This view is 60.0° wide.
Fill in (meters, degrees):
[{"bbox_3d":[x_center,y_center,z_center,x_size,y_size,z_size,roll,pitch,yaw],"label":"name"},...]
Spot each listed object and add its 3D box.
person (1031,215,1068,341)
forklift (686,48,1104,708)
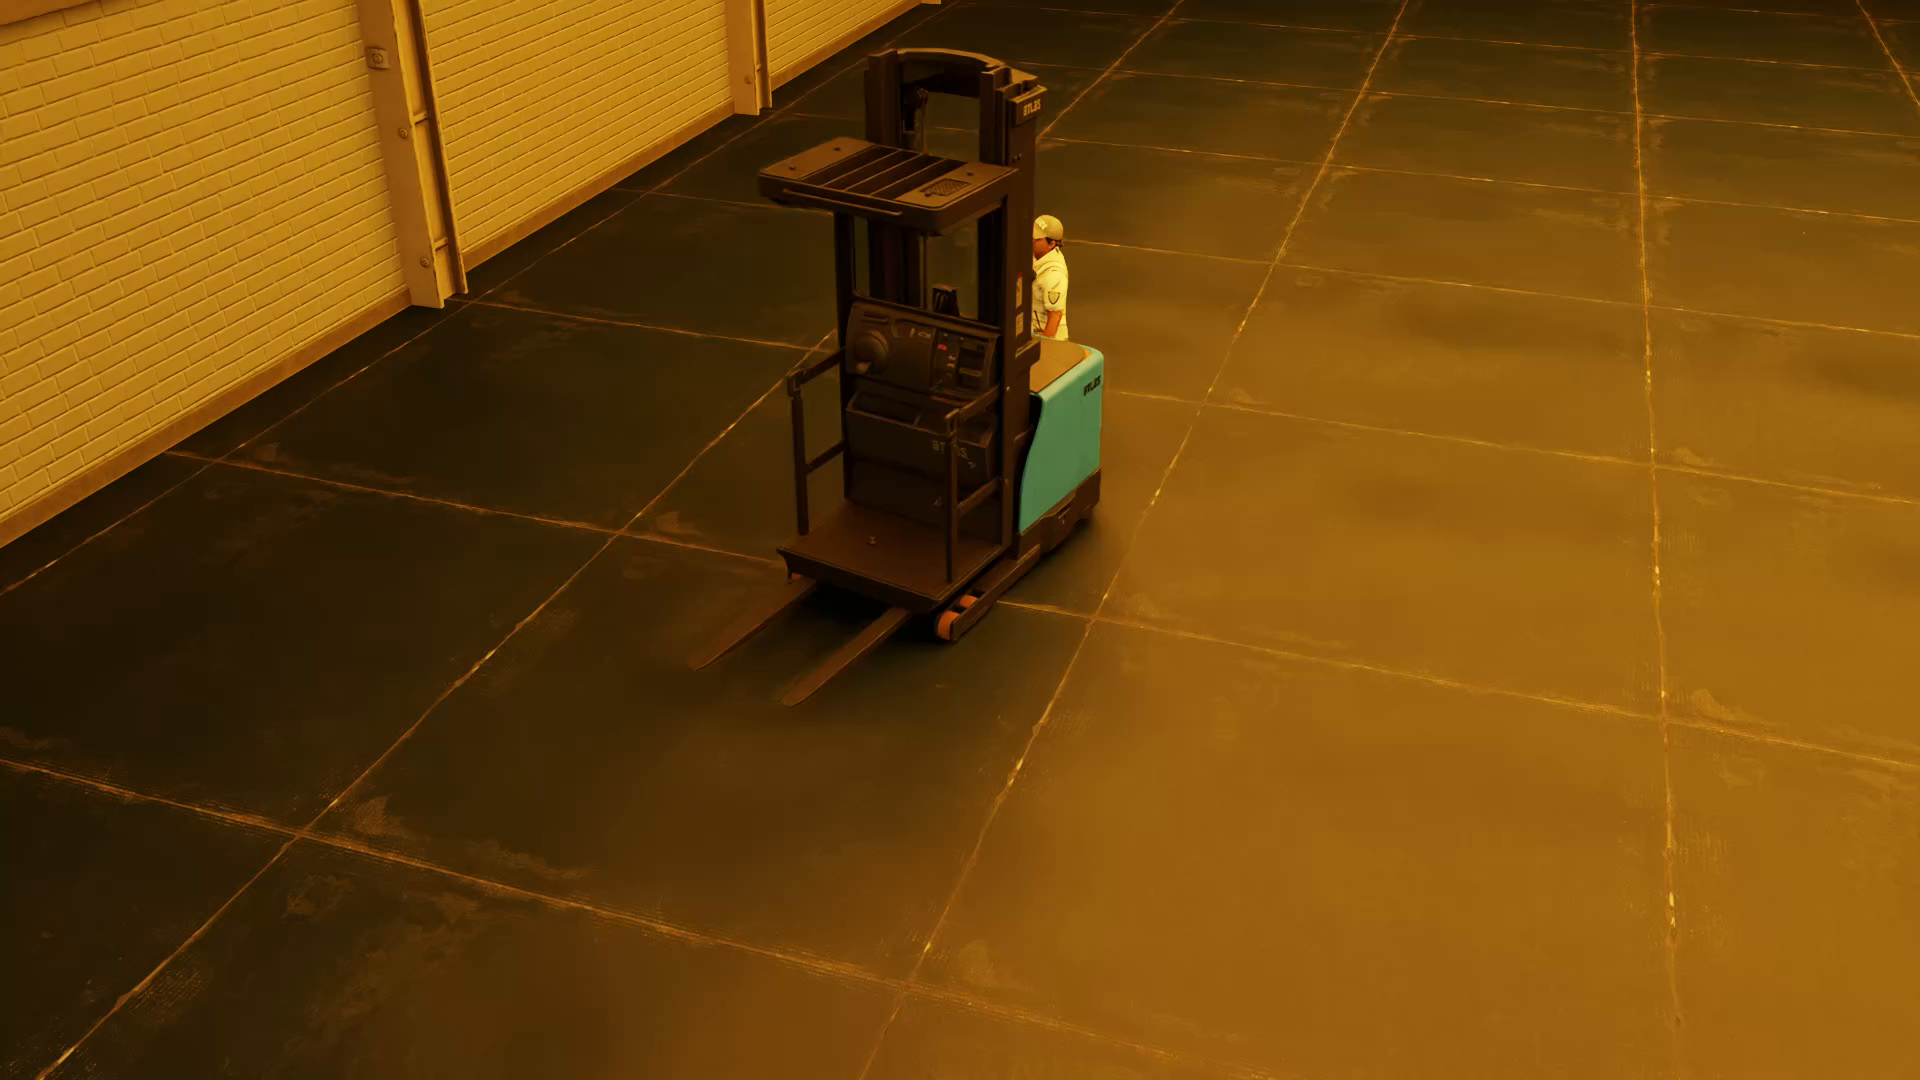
[{"bbox_3d":[0.409,-1.284,10.651,0.529,1.670,0.599,-5,30,-9],"label":"person"},{"bbox_3d":[-0.327,-0.981,8.858,1.130,2.935,3.031,17,34,27],"label":"forklift"}]
